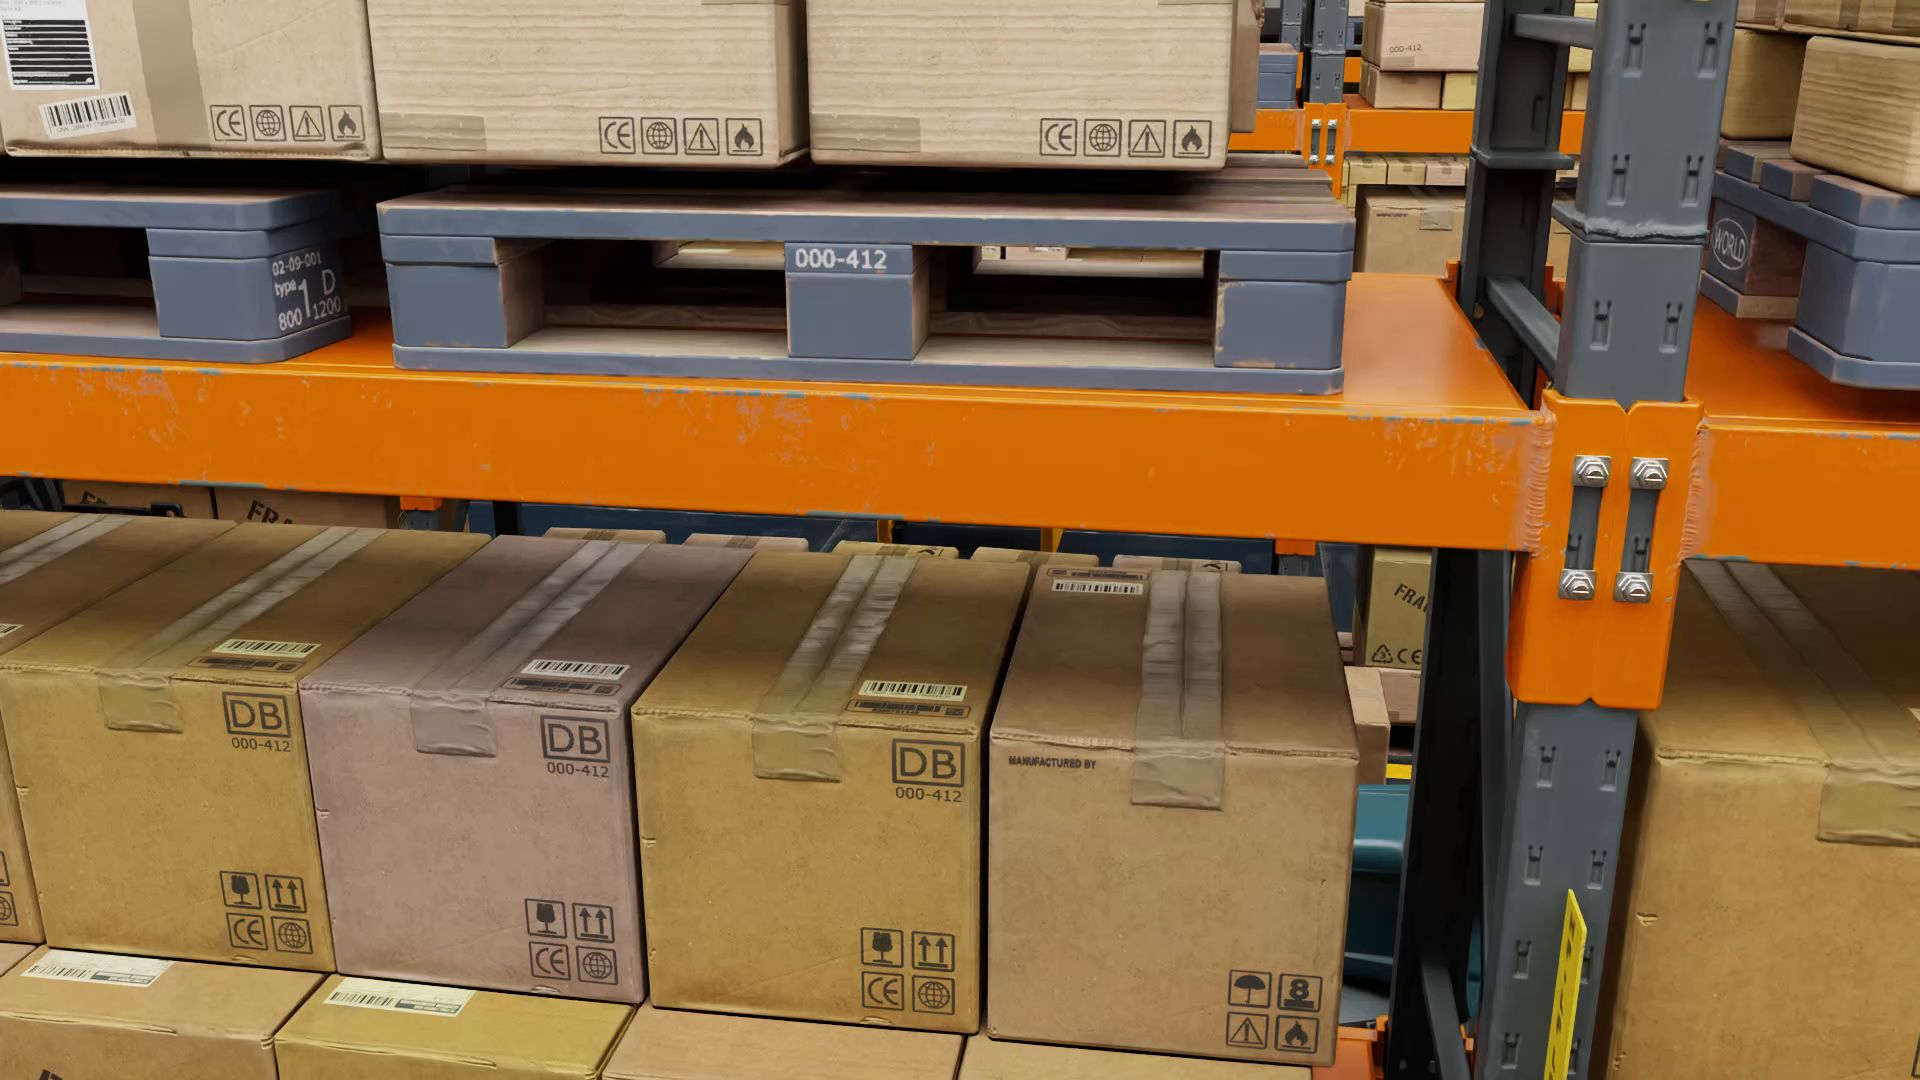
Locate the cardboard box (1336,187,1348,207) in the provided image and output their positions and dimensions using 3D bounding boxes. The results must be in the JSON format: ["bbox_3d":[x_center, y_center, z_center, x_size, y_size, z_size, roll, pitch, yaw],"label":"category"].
[{"bbox_3d":[2.570,-2.425,11.643,0.250,0.149,0.380,3,19,8],"label":"cardboard box"}]

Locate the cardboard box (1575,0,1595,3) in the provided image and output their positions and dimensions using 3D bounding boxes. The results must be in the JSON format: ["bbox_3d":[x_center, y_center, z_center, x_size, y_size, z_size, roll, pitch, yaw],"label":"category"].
[{"bbox_3d":[2.293,-2.156,6.432,0.250,0.149,0.380,2,19,7],"label":"cardboard box"}]

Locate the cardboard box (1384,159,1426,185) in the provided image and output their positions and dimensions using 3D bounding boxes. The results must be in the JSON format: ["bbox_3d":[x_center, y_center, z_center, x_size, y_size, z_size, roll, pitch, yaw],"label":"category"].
[{"bbox_3d":[3.090,-2.560,11.579,0.250,0.149,0.380,3,19,8],"label":"cardboard box"}]

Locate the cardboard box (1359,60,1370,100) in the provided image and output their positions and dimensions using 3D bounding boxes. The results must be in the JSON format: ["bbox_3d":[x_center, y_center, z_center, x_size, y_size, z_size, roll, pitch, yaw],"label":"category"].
[{"bbox_3d":[1.874,-1.996,7.210,0.250,0.149,0.380,3,19,9],"label":"cardboard box"}]

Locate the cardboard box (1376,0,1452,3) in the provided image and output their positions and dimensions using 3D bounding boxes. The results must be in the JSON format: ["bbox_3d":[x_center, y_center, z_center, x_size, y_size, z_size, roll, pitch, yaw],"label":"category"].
[{"bbox_3d":[1.772,-2.176,6.492,0.250,0.149,0.380,3,19,8],"label":"cardboard box"}]

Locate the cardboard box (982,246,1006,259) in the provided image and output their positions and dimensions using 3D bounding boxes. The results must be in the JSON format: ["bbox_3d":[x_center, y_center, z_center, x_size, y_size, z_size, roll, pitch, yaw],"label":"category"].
[{"bbox_3d":[0.065,-1.298,7.143,0.250,0.149,0.380,2,19,6],"label":"cardboard box"}]

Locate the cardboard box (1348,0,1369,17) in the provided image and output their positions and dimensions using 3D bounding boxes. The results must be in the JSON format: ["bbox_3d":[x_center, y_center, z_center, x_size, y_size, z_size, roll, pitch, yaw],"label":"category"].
[{"bbox_3d":[2.692,-3.600,11.185,0.250,0.149,0.380,3,19,10],"label":"cardboard box"}]

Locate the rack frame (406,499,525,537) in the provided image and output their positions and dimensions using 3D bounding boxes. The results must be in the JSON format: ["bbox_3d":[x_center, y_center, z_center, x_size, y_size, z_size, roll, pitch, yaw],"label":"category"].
[{"bbox_3d":[-2.436,-0.814,8.009,0.127,3.000,1.000,3,19,9],"label":"rack frame"}]

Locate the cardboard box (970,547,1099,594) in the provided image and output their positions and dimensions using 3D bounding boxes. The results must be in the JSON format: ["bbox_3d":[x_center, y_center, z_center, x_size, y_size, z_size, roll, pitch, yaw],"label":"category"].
[{"bbox_3d":[0.285,0.373,7.939,0.625,0.372,0.950,4,19,12],"label":"cardboard box"}]

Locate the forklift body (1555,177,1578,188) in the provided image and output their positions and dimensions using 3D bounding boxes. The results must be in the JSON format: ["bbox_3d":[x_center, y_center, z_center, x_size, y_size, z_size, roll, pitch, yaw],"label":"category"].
[{"bbox_3d":[4.085,-1.088,10.166,1.214,2.155,2.313,3,19,9],"label":"forklift body"}]

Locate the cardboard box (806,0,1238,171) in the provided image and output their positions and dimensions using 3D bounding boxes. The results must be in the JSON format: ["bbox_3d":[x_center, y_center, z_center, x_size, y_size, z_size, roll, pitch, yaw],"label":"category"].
[{"bbox_3d":[0.105,-0.640,2.179,0.500,0.250,0.500,3,19,9],"label":"cardboard box"}]

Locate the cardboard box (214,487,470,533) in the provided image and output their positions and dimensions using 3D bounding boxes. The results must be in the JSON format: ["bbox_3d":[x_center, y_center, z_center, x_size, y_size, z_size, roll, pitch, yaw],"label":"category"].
[{"bbox_3d":[-3.105,-0.067,8.461,0.875,0.875,0.875,3,19,8],"label":"cardboard box"}]

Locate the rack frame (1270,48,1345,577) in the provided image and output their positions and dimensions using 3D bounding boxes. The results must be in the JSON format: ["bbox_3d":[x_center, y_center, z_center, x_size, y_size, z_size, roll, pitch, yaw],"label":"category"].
[{"bbox_3d":[1.513,-0.613,7.407,0.127,3.000,1.000,3,19,9],"label":"rack frame"}]

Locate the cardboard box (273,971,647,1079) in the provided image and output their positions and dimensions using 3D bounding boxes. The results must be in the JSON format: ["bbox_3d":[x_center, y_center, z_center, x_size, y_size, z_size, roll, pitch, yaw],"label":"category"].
[{"bbox_3d":[-0.728,0.902,2.722,0.500,0.500,0.500,3,19,9],"label":"cardboard box"}]

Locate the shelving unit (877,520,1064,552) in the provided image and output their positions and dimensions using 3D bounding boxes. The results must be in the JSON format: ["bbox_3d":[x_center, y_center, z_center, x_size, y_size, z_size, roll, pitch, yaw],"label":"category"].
[{"bbox_3d":[0.075,-0.707,10.054,1.083,1.500,0.587,3,19,9],"label":"shelving unit"}]

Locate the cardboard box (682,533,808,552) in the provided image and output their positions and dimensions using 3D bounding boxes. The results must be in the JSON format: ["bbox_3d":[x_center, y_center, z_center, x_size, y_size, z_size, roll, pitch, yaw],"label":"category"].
[{"bbox_3d":[-1.150,0.299,8.162,0.625,0.372,0.950,3,19,8],"label":"cardboard box"}]

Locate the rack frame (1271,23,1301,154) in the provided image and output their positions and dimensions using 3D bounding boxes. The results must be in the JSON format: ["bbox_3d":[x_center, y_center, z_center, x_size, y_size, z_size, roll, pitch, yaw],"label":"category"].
[{"bbox_3d":[2.297,-2.168,12.056,0.127,3.000,1.000,3,19,9],"label":"rack frame"}]

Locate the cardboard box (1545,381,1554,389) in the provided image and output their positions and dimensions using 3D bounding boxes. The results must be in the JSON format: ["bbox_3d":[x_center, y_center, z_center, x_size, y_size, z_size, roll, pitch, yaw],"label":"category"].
[{"bbox_3d":[2.403,-0.674,6.963,0.500,0.500,0.500,3,19,8],"label":"cardboard box"}]

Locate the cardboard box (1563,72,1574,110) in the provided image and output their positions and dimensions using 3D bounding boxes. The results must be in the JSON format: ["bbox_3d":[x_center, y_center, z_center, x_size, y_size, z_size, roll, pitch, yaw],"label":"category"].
[{"bbox_3d":[2.294,-1.815,6.669,0.250,0.149,0.380,3,19,9],"label":"cardboard box"}]

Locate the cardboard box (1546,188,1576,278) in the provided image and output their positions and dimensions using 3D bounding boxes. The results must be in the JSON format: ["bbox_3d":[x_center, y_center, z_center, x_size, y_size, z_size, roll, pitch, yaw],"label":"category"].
[{"bbox_3d":[2.414,-1.153,6.819,0.500,0.500,0.700,3,19,9],"label":"cardboard box"}]

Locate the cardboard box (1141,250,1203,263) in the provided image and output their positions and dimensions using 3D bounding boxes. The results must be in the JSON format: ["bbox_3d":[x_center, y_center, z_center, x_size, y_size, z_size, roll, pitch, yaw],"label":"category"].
[{"bbox_3d":[1.021,-0.952,7.132,0.500,0.500,0.500,3,19,8],"label":"cardboard box"}]

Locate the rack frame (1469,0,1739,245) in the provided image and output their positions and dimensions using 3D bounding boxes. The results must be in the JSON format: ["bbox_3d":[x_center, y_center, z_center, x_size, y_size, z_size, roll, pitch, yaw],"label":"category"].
[{"bbox_3d":[0.828,-1.902,1.805,0.127,3.000,1.000,3,19,9],"label":"rack frame"}]

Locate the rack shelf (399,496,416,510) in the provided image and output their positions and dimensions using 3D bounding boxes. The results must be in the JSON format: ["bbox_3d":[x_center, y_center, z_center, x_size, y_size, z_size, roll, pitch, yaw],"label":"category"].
[{"bbox_3d":[-4.411,-0.574,8.424,4.000,0.370,1.077,3,19,9],"label":"rack shelf"}]

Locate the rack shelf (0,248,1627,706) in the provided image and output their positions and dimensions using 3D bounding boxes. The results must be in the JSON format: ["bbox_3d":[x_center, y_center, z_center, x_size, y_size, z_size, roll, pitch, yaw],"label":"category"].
[{"bbox_3d":[-1.147,-0.239,2.696,4.000,0.370,1.077,3,19,9],"label":"rack shelf"}]

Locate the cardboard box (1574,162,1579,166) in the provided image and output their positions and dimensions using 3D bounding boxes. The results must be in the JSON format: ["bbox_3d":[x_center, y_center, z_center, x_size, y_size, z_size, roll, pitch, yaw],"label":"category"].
[{"bbox_3d":[4.344,-2.490,11.370,0.250,0.149,0.380,3,19,9],"label":"cardboard box"}]

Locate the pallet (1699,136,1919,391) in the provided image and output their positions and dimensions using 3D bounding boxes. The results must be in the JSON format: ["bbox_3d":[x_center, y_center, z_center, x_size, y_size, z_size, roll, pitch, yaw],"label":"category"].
[{"bbox_3d":[1.634,-0.393,2.163,1.213,0.211,1.003,3,19,9],"label":"pallet"}]

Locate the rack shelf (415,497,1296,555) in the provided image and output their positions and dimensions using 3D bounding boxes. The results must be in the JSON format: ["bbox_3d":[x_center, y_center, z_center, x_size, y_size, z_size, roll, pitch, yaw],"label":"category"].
[{"bbox_3d":[-0.461,-0.372,7.822,4.000,0.370,1.077,3,19,9],"label":"rack shelf"}]

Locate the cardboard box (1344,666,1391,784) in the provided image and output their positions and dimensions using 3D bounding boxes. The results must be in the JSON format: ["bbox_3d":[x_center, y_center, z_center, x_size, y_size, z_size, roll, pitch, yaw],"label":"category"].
[{"bbox_3d":[1.261,0.773,6.013,0.500,0.500,0.500,3,19,9],"label":"cardboard box"}]

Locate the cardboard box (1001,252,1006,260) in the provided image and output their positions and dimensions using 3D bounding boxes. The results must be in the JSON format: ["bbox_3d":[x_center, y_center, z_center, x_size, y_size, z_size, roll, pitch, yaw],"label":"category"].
[{"bbox_3d":[0.022,-1.004,7.289,0.500,0.500,0.500,4,19,11],"label":"cardboard box"}]

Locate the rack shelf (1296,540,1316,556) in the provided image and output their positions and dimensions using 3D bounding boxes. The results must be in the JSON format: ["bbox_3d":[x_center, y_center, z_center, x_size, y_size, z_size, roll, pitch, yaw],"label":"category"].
[{"bbox_3d":[3.488,-0.171,7.221,4.000,0.370,1.077,3,19,9],"label":"rack shelf"}]

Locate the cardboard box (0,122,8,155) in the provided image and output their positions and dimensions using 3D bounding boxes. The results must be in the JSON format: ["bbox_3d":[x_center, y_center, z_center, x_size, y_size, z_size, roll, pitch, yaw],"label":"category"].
[{"bbox_3d":[-1.440,-0.729,2.347,0.500,0.311,0.500,3,19,8],"label":"cardboard box"}]

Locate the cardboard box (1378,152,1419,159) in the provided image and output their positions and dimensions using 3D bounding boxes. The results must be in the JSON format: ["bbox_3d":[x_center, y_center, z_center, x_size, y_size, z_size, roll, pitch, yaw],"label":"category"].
[{"bbox_3d":[3.165,-2.708,12.021,0.250,0.149,0.380,3,19,8],"label":"cardboard box"}]

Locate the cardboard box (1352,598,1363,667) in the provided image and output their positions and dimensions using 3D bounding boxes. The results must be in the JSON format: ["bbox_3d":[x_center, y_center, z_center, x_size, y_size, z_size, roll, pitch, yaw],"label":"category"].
[{"bbox_3d":[2.140,0.437,7.940,0.500,0.250,0.500,4,19,11],"label":"cardboard box"}]

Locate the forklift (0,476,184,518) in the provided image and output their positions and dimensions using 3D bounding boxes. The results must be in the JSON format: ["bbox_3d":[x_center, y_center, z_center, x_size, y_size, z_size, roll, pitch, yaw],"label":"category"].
[{"bbox_3d":[-3.416,-0.099,5.980,3.031,2.935,1.130,3,19,9],"label":"forklift"}]

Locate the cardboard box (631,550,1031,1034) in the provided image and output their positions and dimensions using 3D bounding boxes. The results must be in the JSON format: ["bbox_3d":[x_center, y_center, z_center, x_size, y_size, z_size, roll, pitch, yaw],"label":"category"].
[{"bbox_3d":[-0.171,0.373,2.728,0.500,0.500,0.700,3,19,8],"label":"cardboard box"}]

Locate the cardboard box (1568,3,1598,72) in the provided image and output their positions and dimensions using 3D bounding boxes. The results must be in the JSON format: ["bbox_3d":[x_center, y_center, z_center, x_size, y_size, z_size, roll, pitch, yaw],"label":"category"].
[{"bbox_3d":[2.415,-1.974,6.517,0.500,0.250,0.500,3,19,8],"label":"cardboard box"}]

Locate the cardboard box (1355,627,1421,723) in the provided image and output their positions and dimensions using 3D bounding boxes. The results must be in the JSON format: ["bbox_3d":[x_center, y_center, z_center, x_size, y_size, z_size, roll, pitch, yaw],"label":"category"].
[{"bbox_3d":[2.053,0.606,7.435,0.500,0.250,0.500,2,19,6],"label":"cardboard box"}]

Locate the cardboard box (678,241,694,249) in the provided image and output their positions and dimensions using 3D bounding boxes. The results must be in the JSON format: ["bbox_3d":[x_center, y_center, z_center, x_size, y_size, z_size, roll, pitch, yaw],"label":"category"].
[{"bbox_3d":[-1.513,-1.083,7.523,0.500,0.500,0.500,4,19,11],"label":"cardboard box"}]

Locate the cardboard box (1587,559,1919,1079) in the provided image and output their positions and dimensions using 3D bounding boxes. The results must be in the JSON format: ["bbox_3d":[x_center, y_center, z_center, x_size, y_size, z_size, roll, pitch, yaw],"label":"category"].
[{"bbox_3d":[1.187,0.389,2.475,0.550,0.550,0.875,3,19,9],"label":"cardboard box"}]

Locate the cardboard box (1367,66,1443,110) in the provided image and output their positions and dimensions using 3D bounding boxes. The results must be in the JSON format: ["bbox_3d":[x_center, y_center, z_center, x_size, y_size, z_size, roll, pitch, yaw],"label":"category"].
[{"bbox_3d":[1.785,-1.823,6.692,0.250,0.149,0.380,3,19,8],"label":"cardboard box"}]

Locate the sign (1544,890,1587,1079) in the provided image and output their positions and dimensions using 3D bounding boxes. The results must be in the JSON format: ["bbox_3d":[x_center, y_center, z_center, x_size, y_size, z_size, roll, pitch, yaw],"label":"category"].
[{"bbox_3d":[0.751,0.602,2.077,0.005,0.325,0.100,3,19,9],"label":"sign"}]

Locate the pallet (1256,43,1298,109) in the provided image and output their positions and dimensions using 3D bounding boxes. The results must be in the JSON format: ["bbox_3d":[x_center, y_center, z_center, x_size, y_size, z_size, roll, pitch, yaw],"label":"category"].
[{"bbox_3d":[0.921,-2.011,7.154,1.003,0.211,1.213,3,19,9],"label":"pallet"}]

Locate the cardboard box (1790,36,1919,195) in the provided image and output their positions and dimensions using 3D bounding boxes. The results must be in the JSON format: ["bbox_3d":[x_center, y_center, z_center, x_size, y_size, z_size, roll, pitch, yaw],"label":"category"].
[{"bbox_3d":[1.133,-0.482,1.866,0.250,0.149,0.380,3,19,8],"label":"cardboard box"}]

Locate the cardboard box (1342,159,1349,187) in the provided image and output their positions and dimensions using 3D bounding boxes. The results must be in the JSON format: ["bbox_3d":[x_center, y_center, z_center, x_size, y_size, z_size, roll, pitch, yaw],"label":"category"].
[{"bbox_3d":[2.565,-2.555,11.564,0.250,0.149,0.380,3,19,10],"label":"cardboard box"}]

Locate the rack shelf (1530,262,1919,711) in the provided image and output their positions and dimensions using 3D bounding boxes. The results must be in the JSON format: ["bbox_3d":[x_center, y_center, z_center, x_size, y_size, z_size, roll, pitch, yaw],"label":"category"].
[{"bbox_3d":[2.803,-0.038,2.095,4.000,0.370,1.077,3,19,9],"label":"rack shelf"}]

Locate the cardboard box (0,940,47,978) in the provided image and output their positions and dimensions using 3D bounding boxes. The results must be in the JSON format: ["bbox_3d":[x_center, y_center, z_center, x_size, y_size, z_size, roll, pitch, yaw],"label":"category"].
[{"bbox_3d":[-1.721,0.852,2.873,0.500,0.500,0.500,3,19,9],"label":"cardboard box"}]

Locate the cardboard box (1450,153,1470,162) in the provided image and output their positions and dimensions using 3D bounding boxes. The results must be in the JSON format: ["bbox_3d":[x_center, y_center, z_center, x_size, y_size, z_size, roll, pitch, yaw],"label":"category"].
[{"bbox_3d":[3.675,-2.696,11.984,0.250,0.149,0.380,3,19,8],"label":"cardboard box"}]

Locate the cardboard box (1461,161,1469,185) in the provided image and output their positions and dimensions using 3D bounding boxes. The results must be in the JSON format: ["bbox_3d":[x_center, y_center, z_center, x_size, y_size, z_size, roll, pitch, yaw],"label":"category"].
[{"bbox_3d":[3.589,-2.511,11.430,0.250,0.149,0.380,3,19,8],"label":"cardboard box"}]

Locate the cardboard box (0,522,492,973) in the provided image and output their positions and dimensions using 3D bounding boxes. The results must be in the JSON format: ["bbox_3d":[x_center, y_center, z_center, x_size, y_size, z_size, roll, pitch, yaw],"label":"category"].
[{"bbox_3d":[-1.169,0.322,2.881,0.500,0.500,0.700,3,19,8],"label":"cardboard box"}]

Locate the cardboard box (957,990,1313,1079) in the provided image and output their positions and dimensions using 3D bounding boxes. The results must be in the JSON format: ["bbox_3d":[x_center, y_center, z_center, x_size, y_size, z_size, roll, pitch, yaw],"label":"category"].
[{"bbox_3d":[0.270,0.953,2.570,0.500,0.500,0.500,3,19,8],"label":"cardboard box"}]

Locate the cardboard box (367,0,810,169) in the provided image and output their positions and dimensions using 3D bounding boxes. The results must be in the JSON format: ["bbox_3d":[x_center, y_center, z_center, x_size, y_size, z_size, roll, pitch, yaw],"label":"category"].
[{"bbox_3d":[-0.426,-0.648,2.202,0.500,0.250,0.500,3,19,8],"label":"cardboard box"}]

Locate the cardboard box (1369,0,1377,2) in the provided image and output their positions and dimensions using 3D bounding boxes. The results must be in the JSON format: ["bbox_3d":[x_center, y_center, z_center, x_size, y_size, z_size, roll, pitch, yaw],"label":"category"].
[{"bbox_3d":[1.861,-2.347,7.002,0.250,0.149,0.380,3,19,10],"label":"cardboard box"}]

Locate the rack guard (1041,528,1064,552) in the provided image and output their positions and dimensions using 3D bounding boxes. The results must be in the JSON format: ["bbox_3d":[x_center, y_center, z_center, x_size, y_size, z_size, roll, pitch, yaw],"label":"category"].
[{"bbox_3d":[0.567,-0.090,10.177,0.087,0.250,0.587,3,19,9],"label":"rack guard"}]

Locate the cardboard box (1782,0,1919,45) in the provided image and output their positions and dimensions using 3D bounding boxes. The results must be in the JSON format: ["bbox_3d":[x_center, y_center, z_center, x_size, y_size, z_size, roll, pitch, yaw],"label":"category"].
[{"bbox_3d":[1.266,-0.684,1.840,0.500,0.250,0.500,3,19,9],"label":"cardboard box"}]

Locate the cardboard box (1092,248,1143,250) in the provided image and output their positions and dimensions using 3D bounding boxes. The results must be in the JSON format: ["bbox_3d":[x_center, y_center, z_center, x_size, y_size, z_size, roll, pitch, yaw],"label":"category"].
[{"bbox_3d":[0.601,-1.139,7.692,0.500,0.500,0.500,3,19,9],"label":"cardboard box"}]

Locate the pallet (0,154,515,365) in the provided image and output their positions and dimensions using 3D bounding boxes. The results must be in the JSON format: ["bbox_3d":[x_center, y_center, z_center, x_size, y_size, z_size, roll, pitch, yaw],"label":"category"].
[{"bbox_3d":[-1.373,-0.520,2.700,1.213,0.211,1.003,4,19,11],"label":"pallet"}]

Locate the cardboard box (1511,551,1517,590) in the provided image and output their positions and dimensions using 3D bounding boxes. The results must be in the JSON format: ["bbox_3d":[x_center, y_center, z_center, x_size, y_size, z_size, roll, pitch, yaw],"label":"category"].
[{"bbox_3d":[2.583,0.274,7.247,0.500,0.500,0.500,4,19,11],"label":"cardboard box"}]
